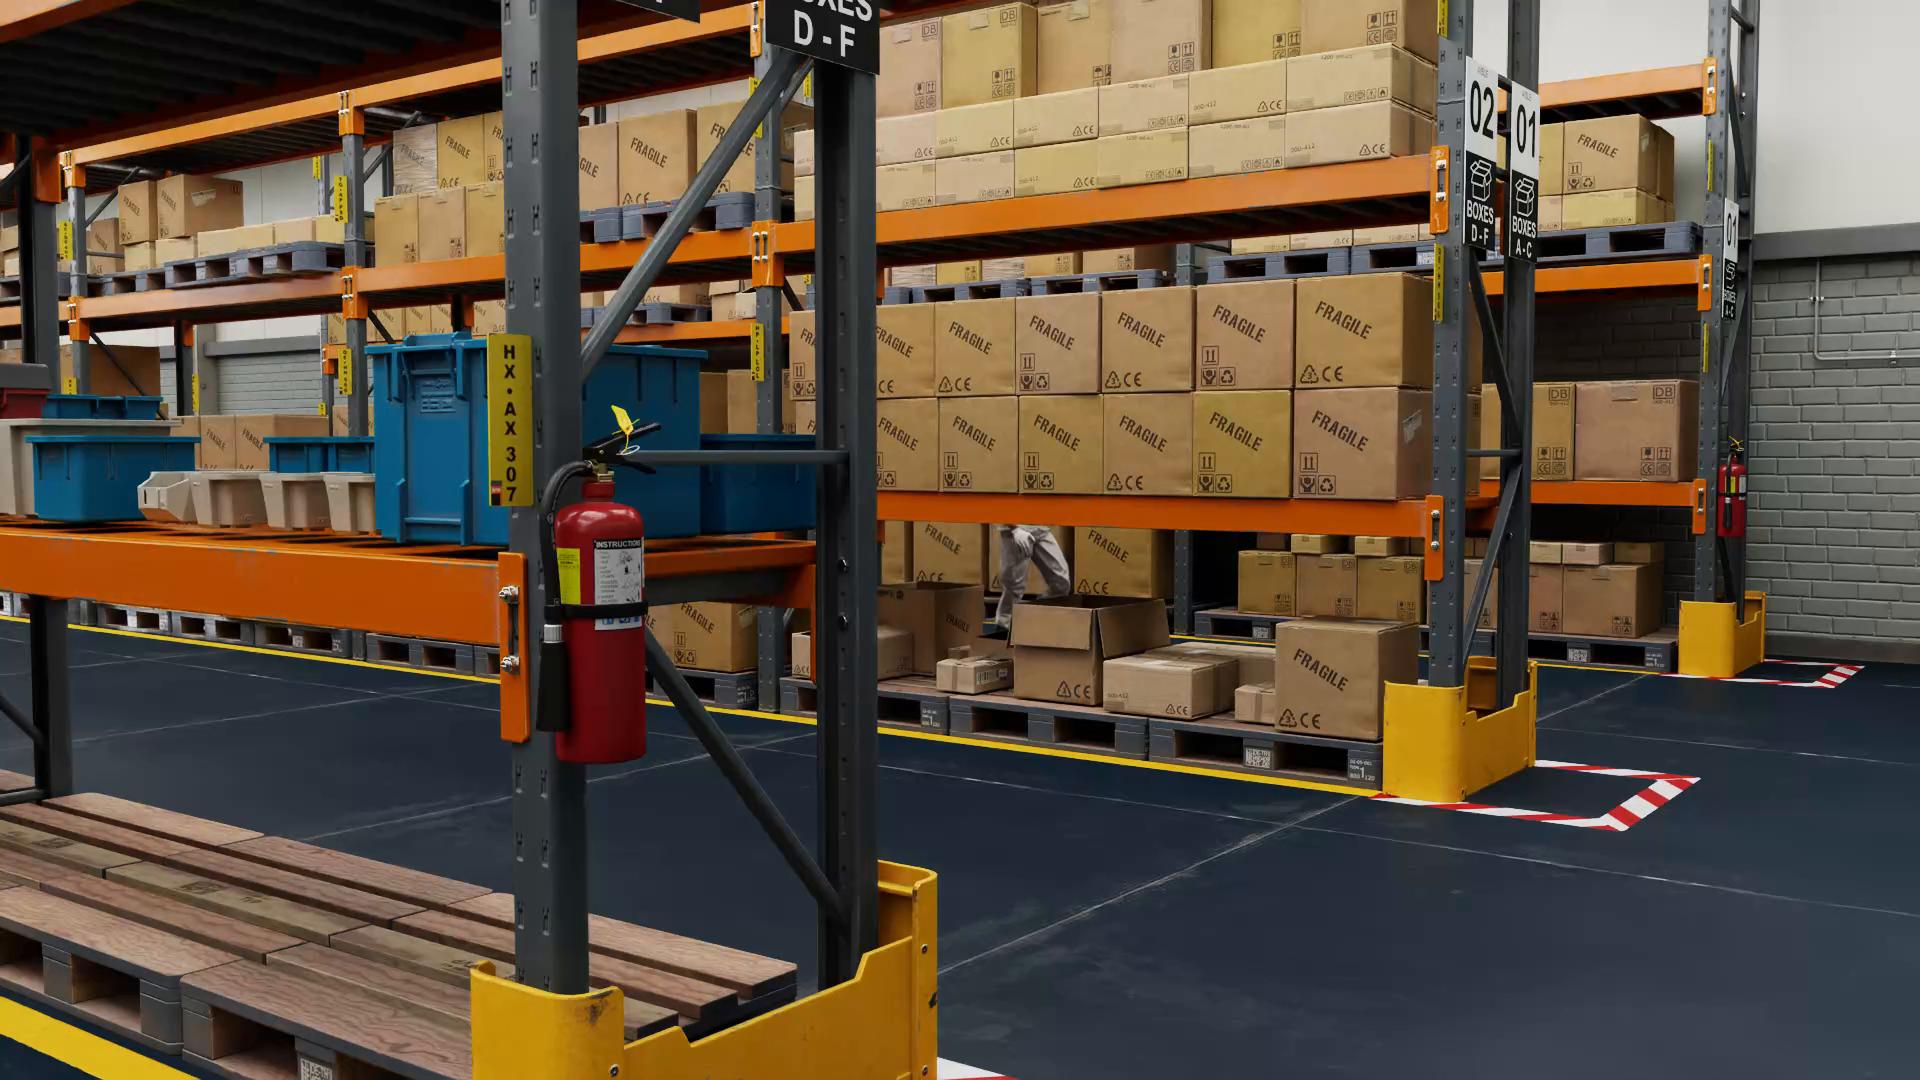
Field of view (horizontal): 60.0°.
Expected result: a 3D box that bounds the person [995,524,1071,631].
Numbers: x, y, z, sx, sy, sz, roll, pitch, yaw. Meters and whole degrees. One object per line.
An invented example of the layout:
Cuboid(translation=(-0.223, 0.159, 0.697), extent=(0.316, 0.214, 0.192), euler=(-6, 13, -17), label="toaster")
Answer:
Cuboid(translation=(0.470, -0.002, 11.674), extent=(0.539, 1.837, 0.518), euler=(-3, 4, -44), label="person")
